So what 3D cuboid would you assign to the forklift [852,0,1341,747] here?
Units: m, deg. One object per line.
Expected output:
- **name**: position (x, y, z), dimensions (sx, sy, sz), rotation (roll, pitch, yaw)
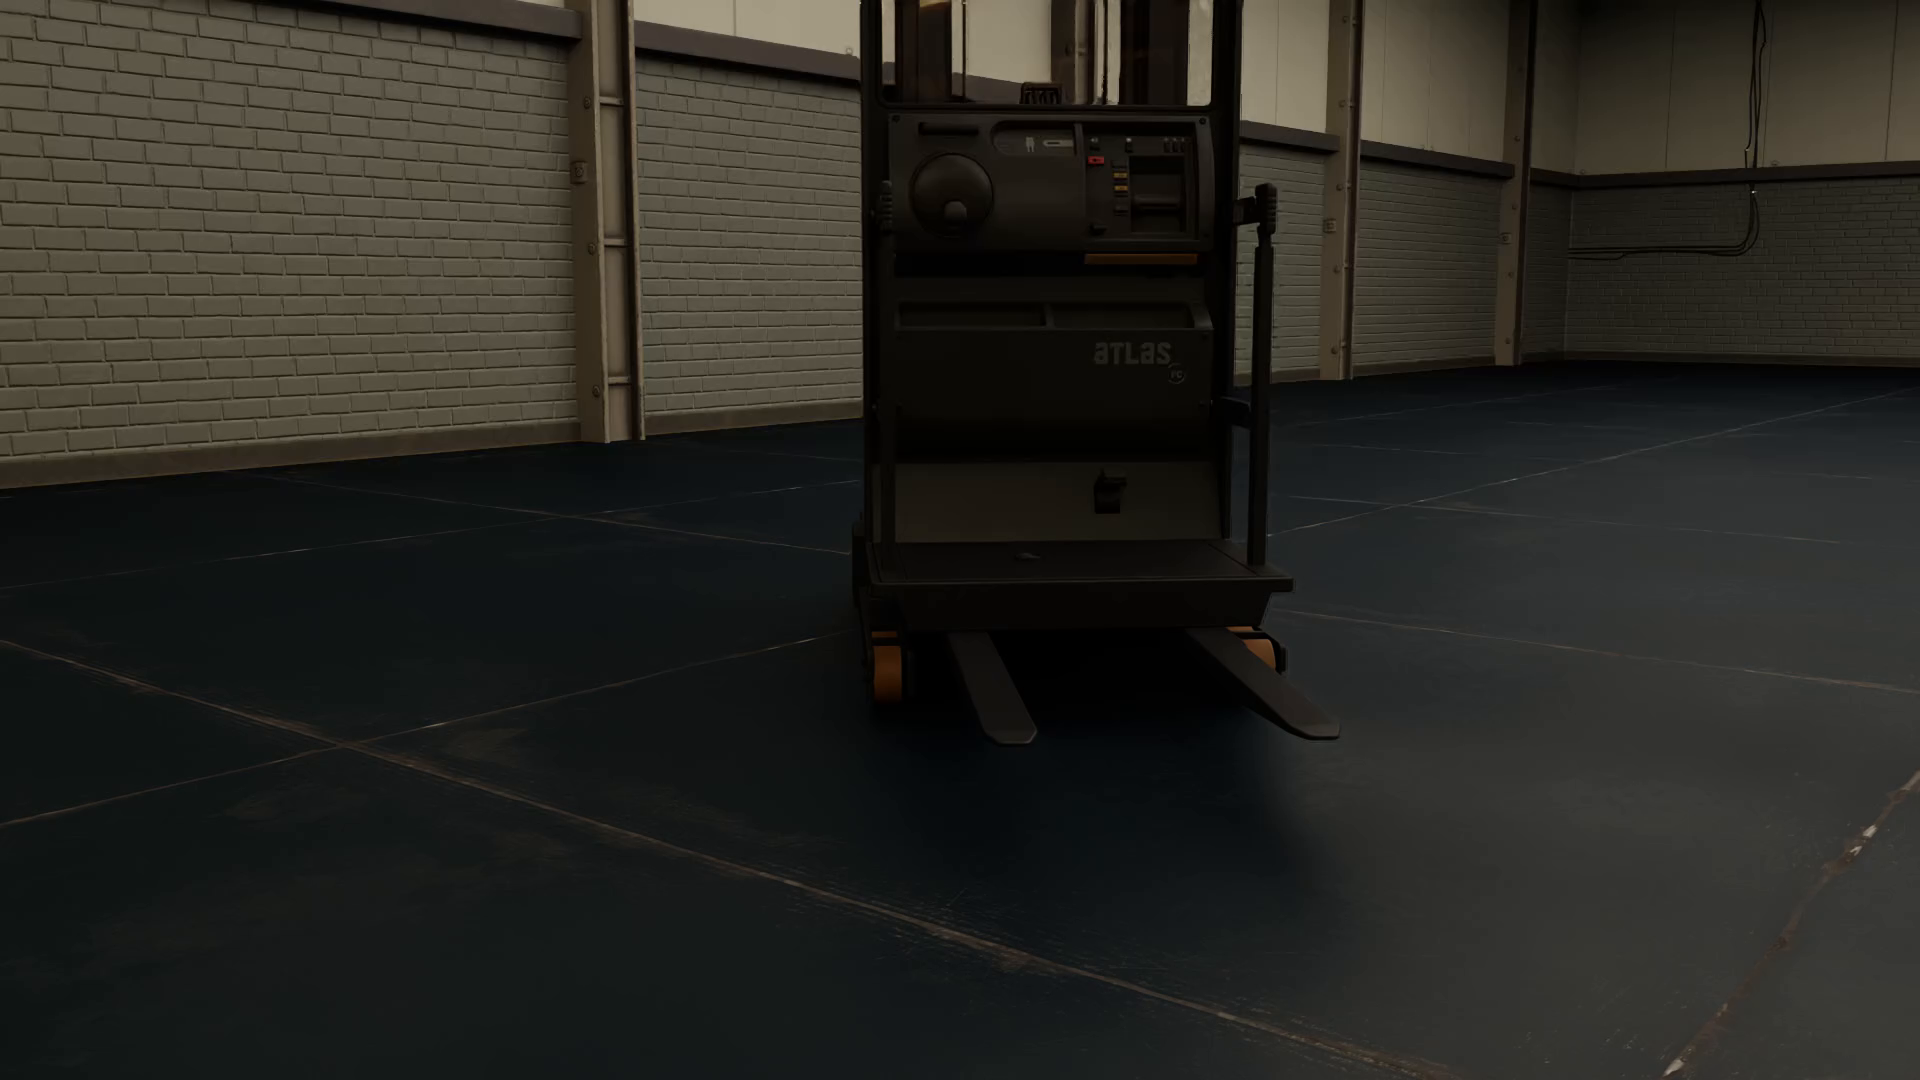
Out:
- **forklift**: position (0.280, -1.061, 4.531), dimensions (1.130, 2.935, 3.031), rotation (-1, 8, -5)
